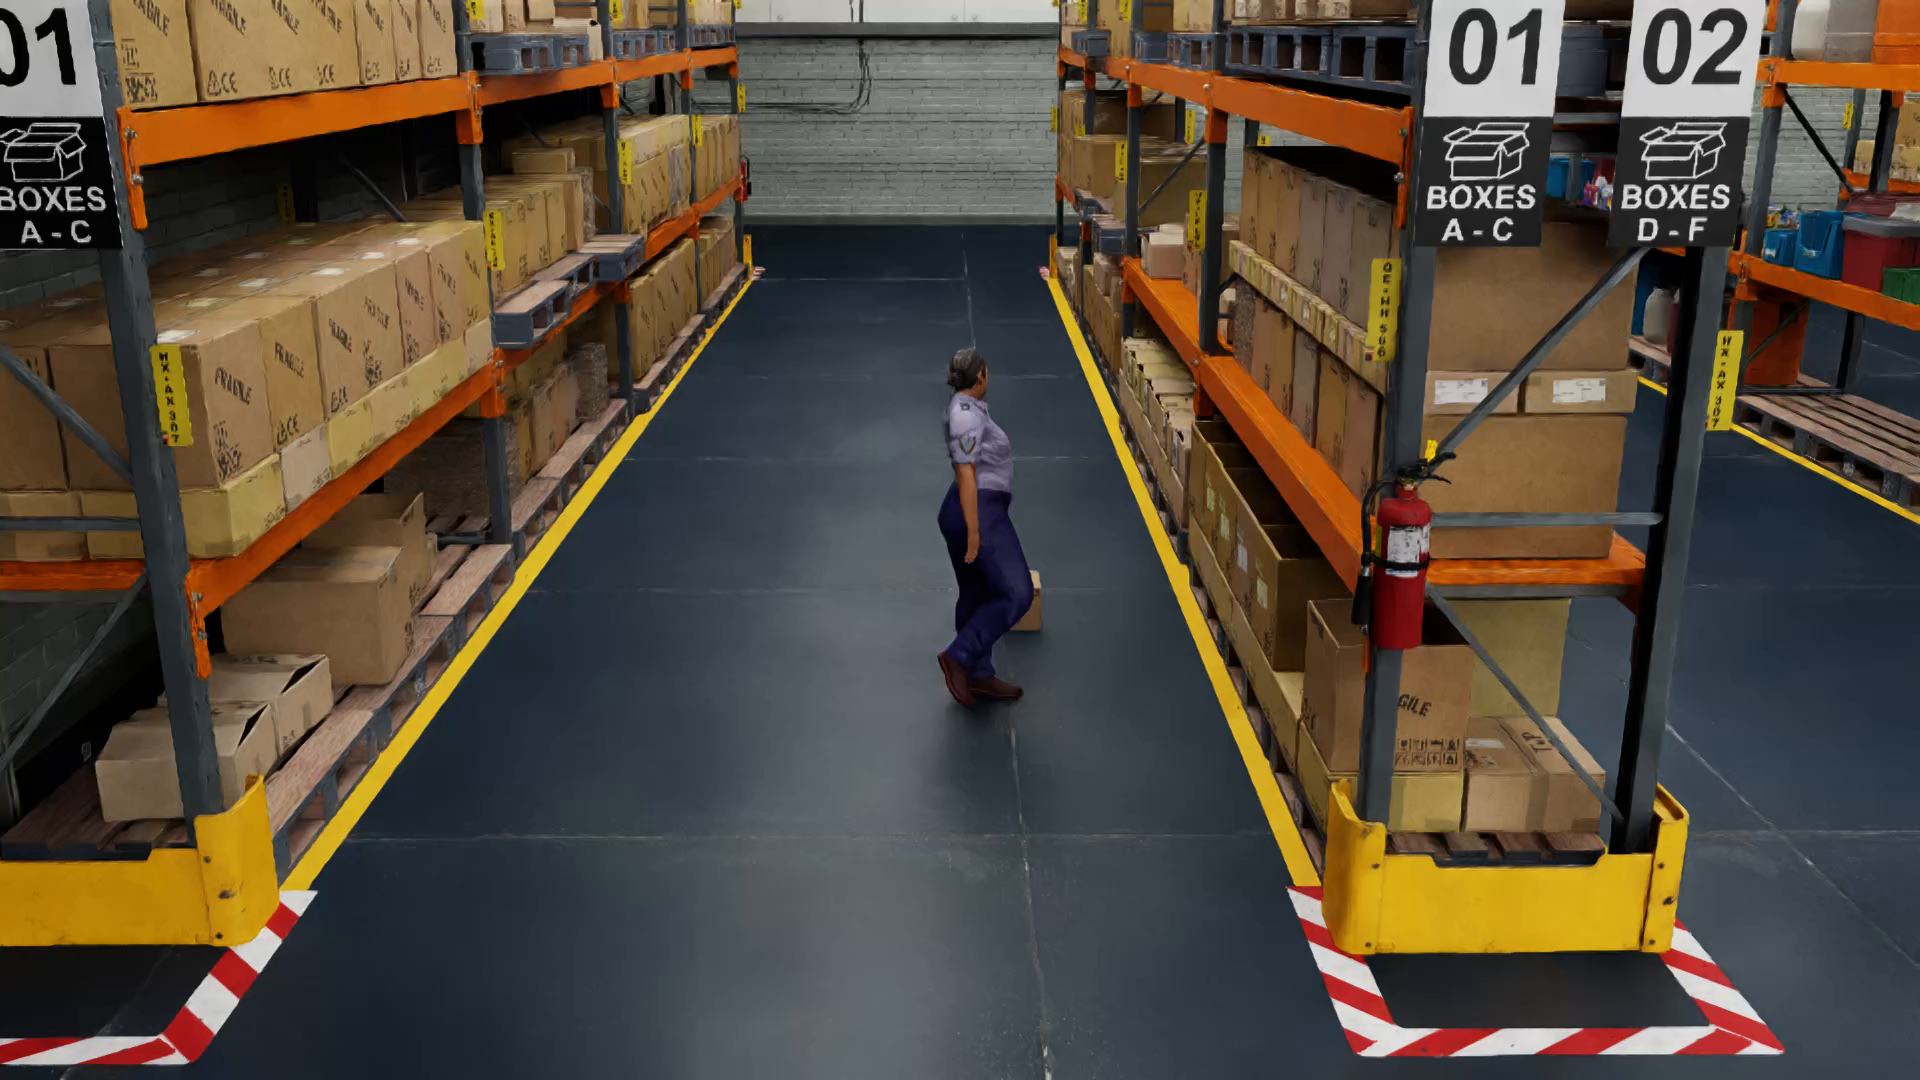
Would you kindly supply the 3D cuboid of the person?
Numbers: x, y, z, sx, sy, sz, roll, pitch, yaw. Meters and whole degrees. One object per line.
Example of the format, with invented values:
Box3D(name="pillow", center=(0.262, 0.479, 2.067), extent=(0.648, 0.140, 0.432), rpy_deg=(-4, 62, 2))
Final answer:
Box3D(name="person", center=(0.094, -0.049, 7.733), extent=(0.441, 1.638, 0.636), rpy_deg=(-2, 17, -7))
